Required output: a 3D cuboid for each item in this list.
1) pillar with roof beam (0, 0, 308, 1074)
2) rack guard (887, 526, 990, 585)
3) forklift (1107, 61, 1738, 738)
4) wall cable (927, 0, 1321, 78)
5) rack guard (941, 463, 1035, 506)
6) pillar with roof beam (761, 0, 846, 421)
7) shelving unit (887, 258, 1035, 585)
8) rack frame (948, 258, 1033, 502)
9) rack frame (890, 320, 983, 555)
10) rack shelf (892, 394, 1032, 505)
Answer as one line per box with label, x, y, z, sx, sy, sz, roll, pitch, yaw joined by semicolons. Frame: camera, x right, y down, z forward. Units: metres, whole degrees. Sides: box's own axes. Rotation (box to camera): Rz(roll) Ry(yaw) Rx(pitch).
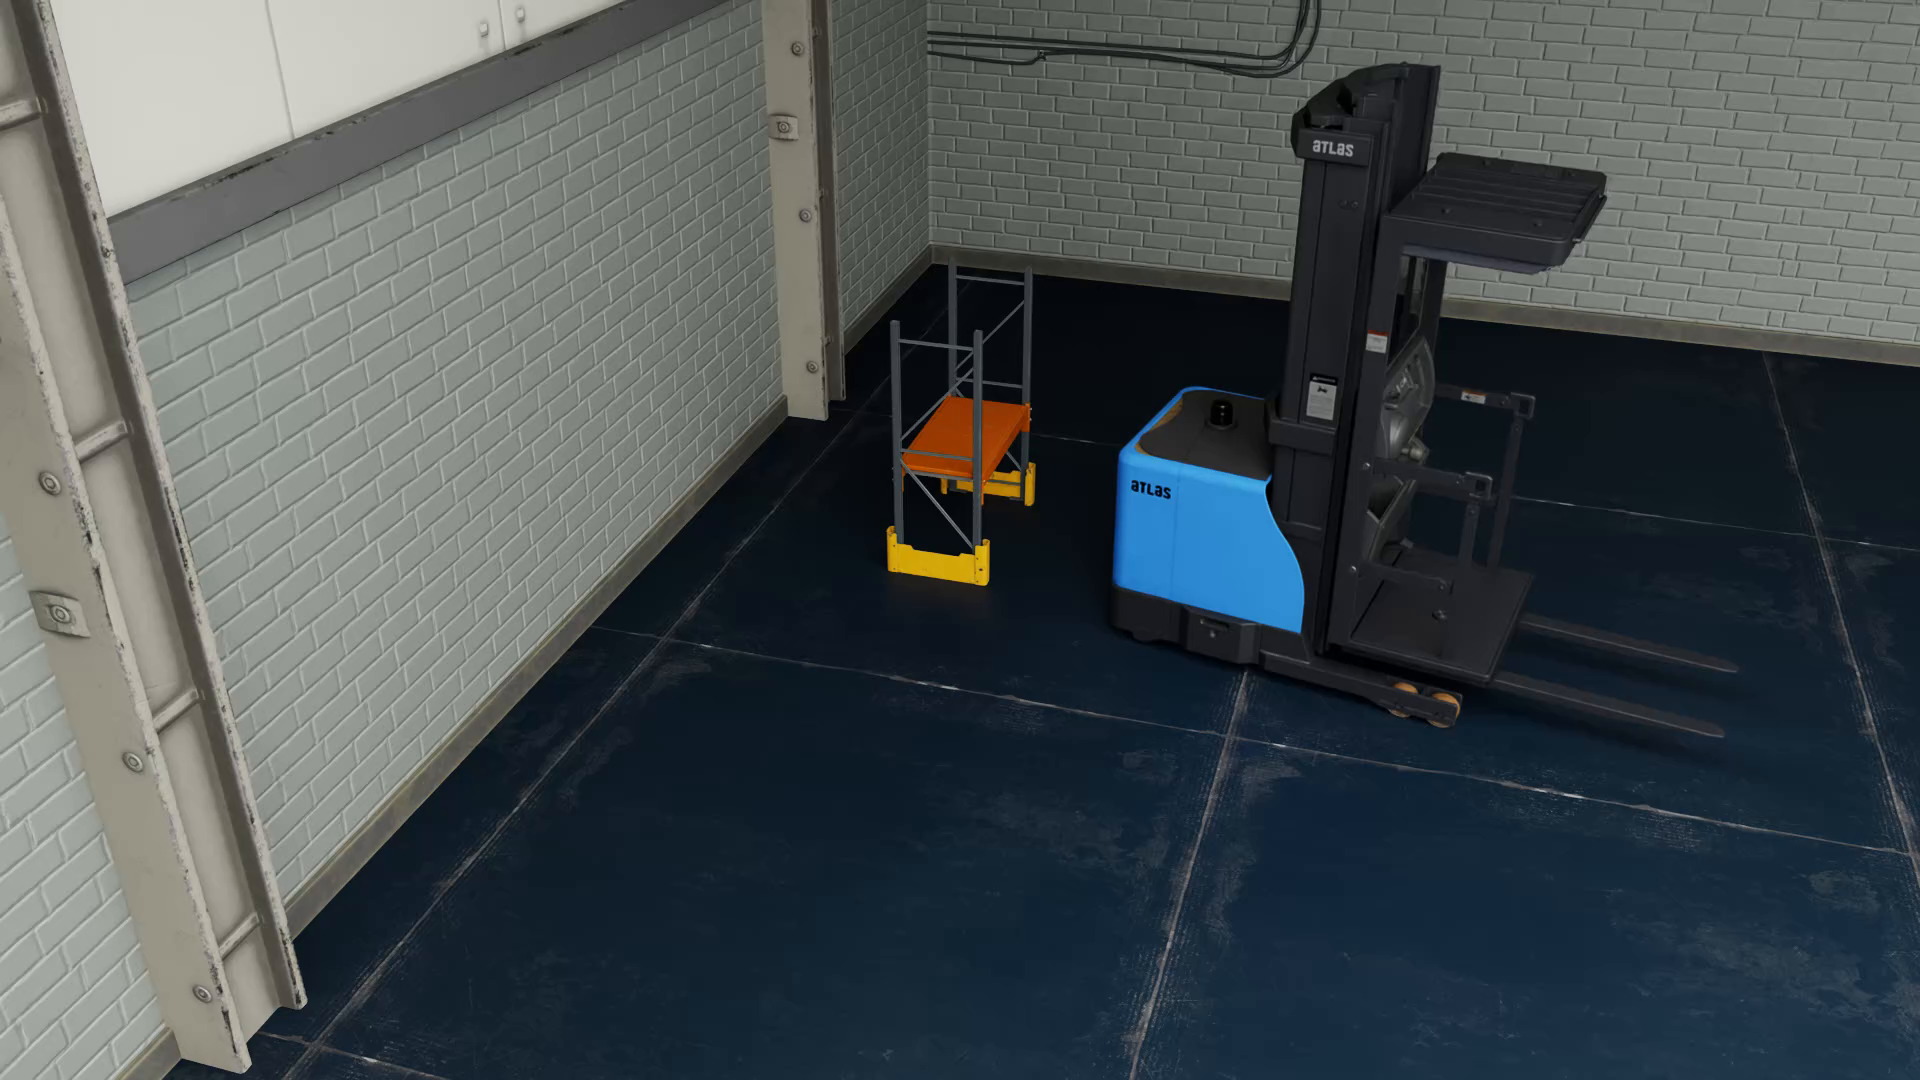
pillar with roof beam;1.361;-1.447;3.094;9.100;9.000;0.400;8;30;15
rack guard;-0.124;0.087;9.337;0.587;0.250;0.087;8;30;15
forklift;2.331;-0.662;7.925;3.031;2.935;1.130;14;32;24
wall cable;1.136;-4.673;12.088;3.097;2.526;0.112;8;30;15
rack guard;0.169;-0.376;10.169;0.587;0.250;0.087;8;30;15
pillar with roof beam;3.122;-4.235;8.107;9.100;9.000;0.400;8;30;15
shelving unit;0.022;-0.691;9.449;0.587;1.500;1.083;8;30;15
rack frame;0.174;-0.931;9.881;0.500;1.500;0.032;8;30;15
rack frame;-0.124;-0.459;9.032;0.500;1.500;0.032;8;30;15
rack shelf;0.025;-0.538;9.544;0.538;0.185;1.000;8;30;15
